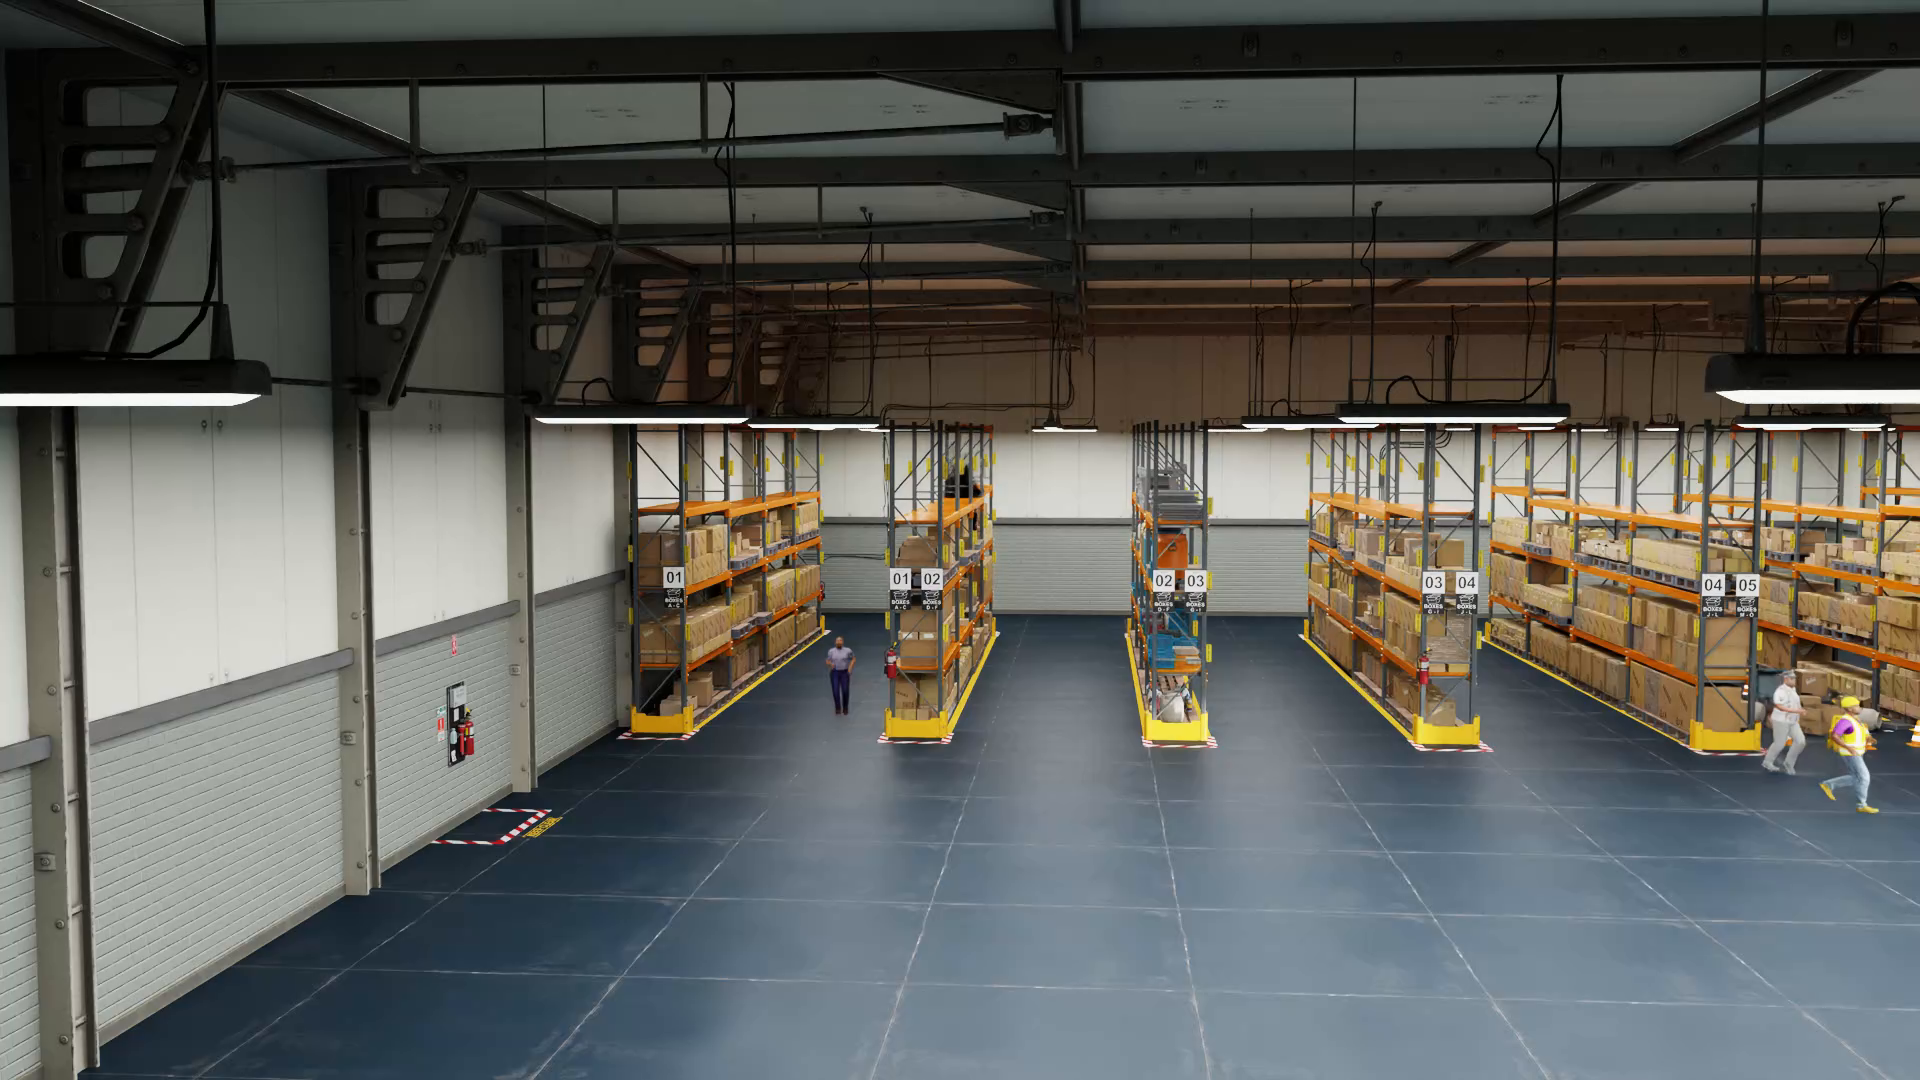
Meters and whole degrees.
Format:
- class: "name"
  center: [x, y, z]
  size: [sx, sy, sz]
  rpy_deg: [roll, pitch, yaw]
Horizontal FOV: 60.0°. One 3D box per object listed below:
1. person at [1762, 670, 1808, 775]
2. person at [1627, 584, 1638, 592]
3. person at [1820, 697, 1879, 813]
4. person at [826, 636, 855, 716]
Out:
- class: "person"
  center: [13.947, 3.093, 28.024]
  size: [0.676, 1.855, 0.748]
  rpy_deg: [-2, 4, -34]
- class: "person"
  center: [19.257, 1.962, 47.165]
  size: [0.957, 1.546, 0.556]
  rpy_deg: [0, 4, 2]
- class: "person"
  center: [13.545, 3.253, 25.301]
  size: [0.846, 1.738, 0.714]
  rpy_deg: [3, 5, 40]
- class: "person"
  center: [-2.437, 2.785, 33.815]
  size: [0.588, 1.614, 0.603]
  rpy_deg: [0, 4, 0]
